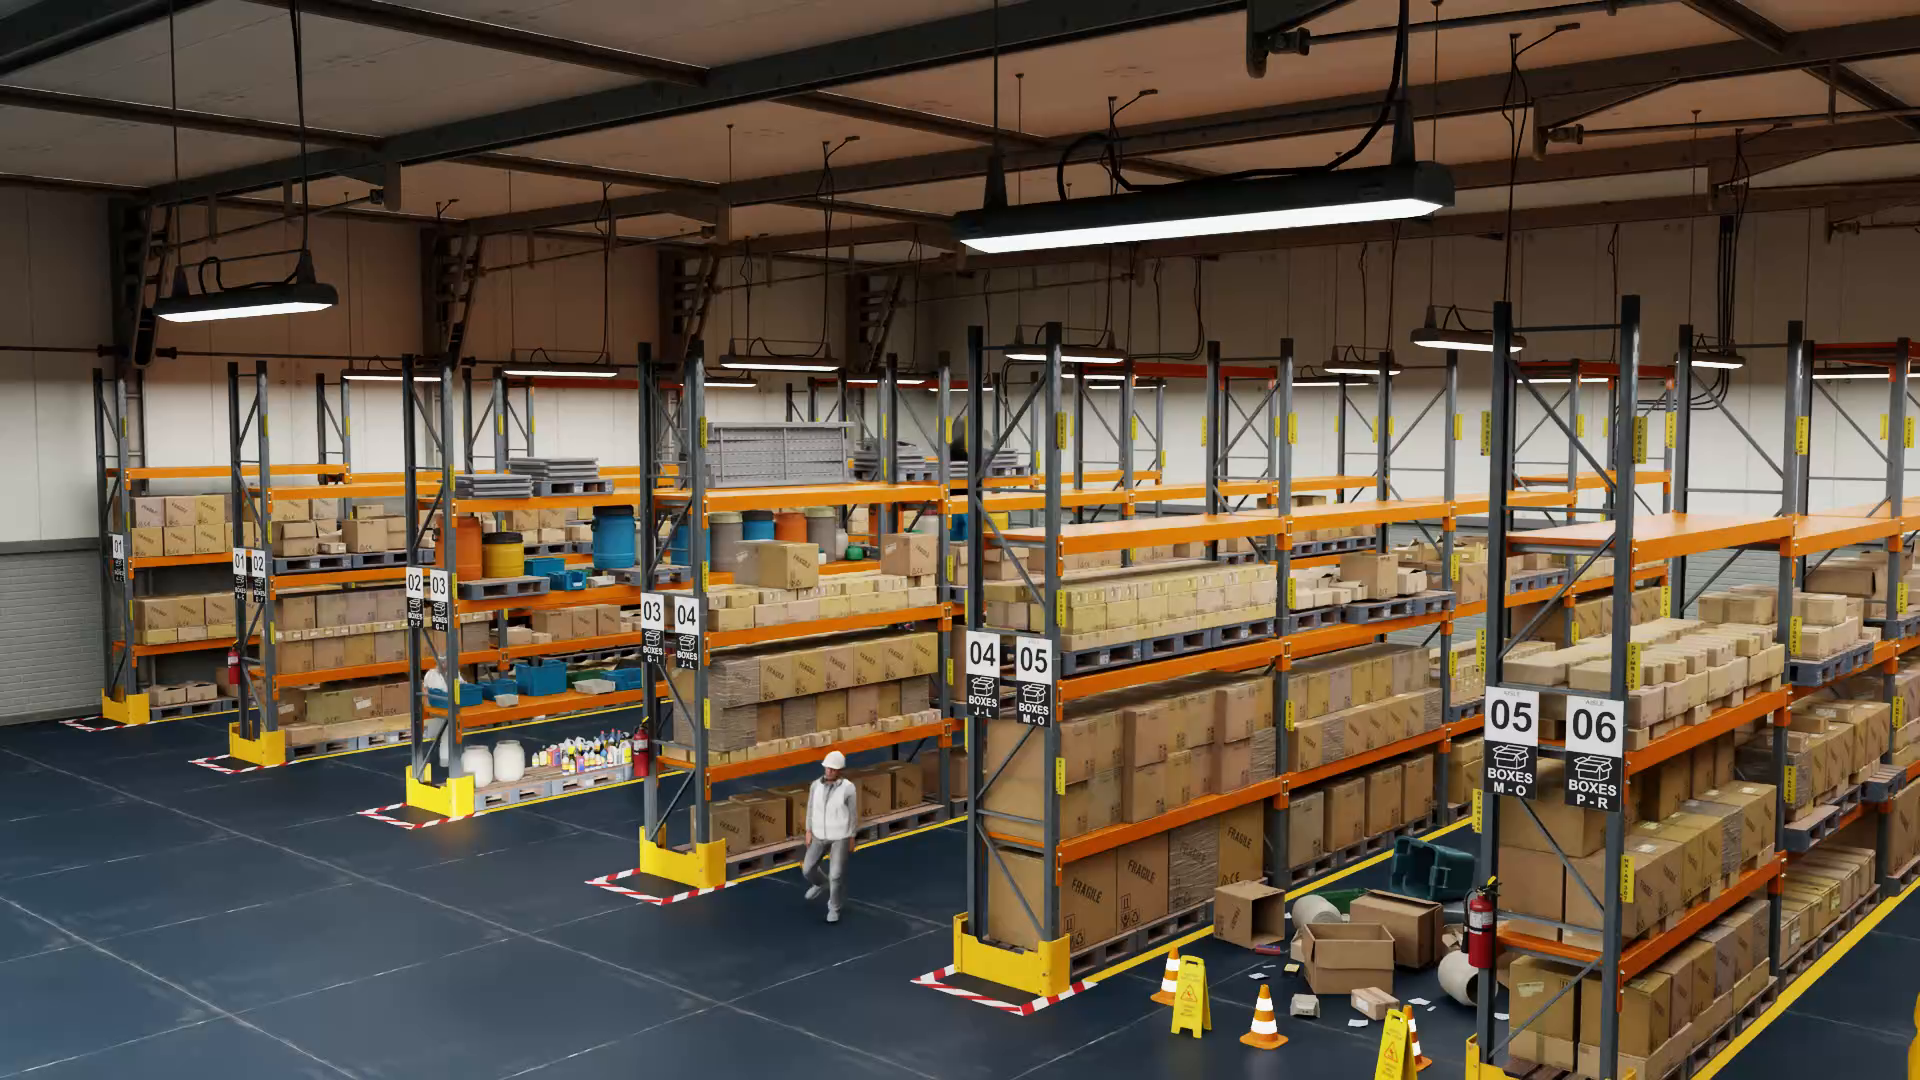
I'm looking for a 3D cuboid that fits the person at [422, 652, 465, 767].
[{"bbox_3d":[-7.667,2.502,24.757,0.660,1.707,0.572,0,4,6],"label":"person"}]

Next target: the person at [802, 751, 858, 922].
[{"bbox_3d":[-1.358,3.019,17.197,0.710,1.743,0.600,2,4,21],"label":"person"}]

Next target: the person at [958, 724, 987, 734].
[{"bbox_3d":[0.282,2.426,27.334,1.165,1.530,0.655,-3,5,-38],"label":"person"}]
